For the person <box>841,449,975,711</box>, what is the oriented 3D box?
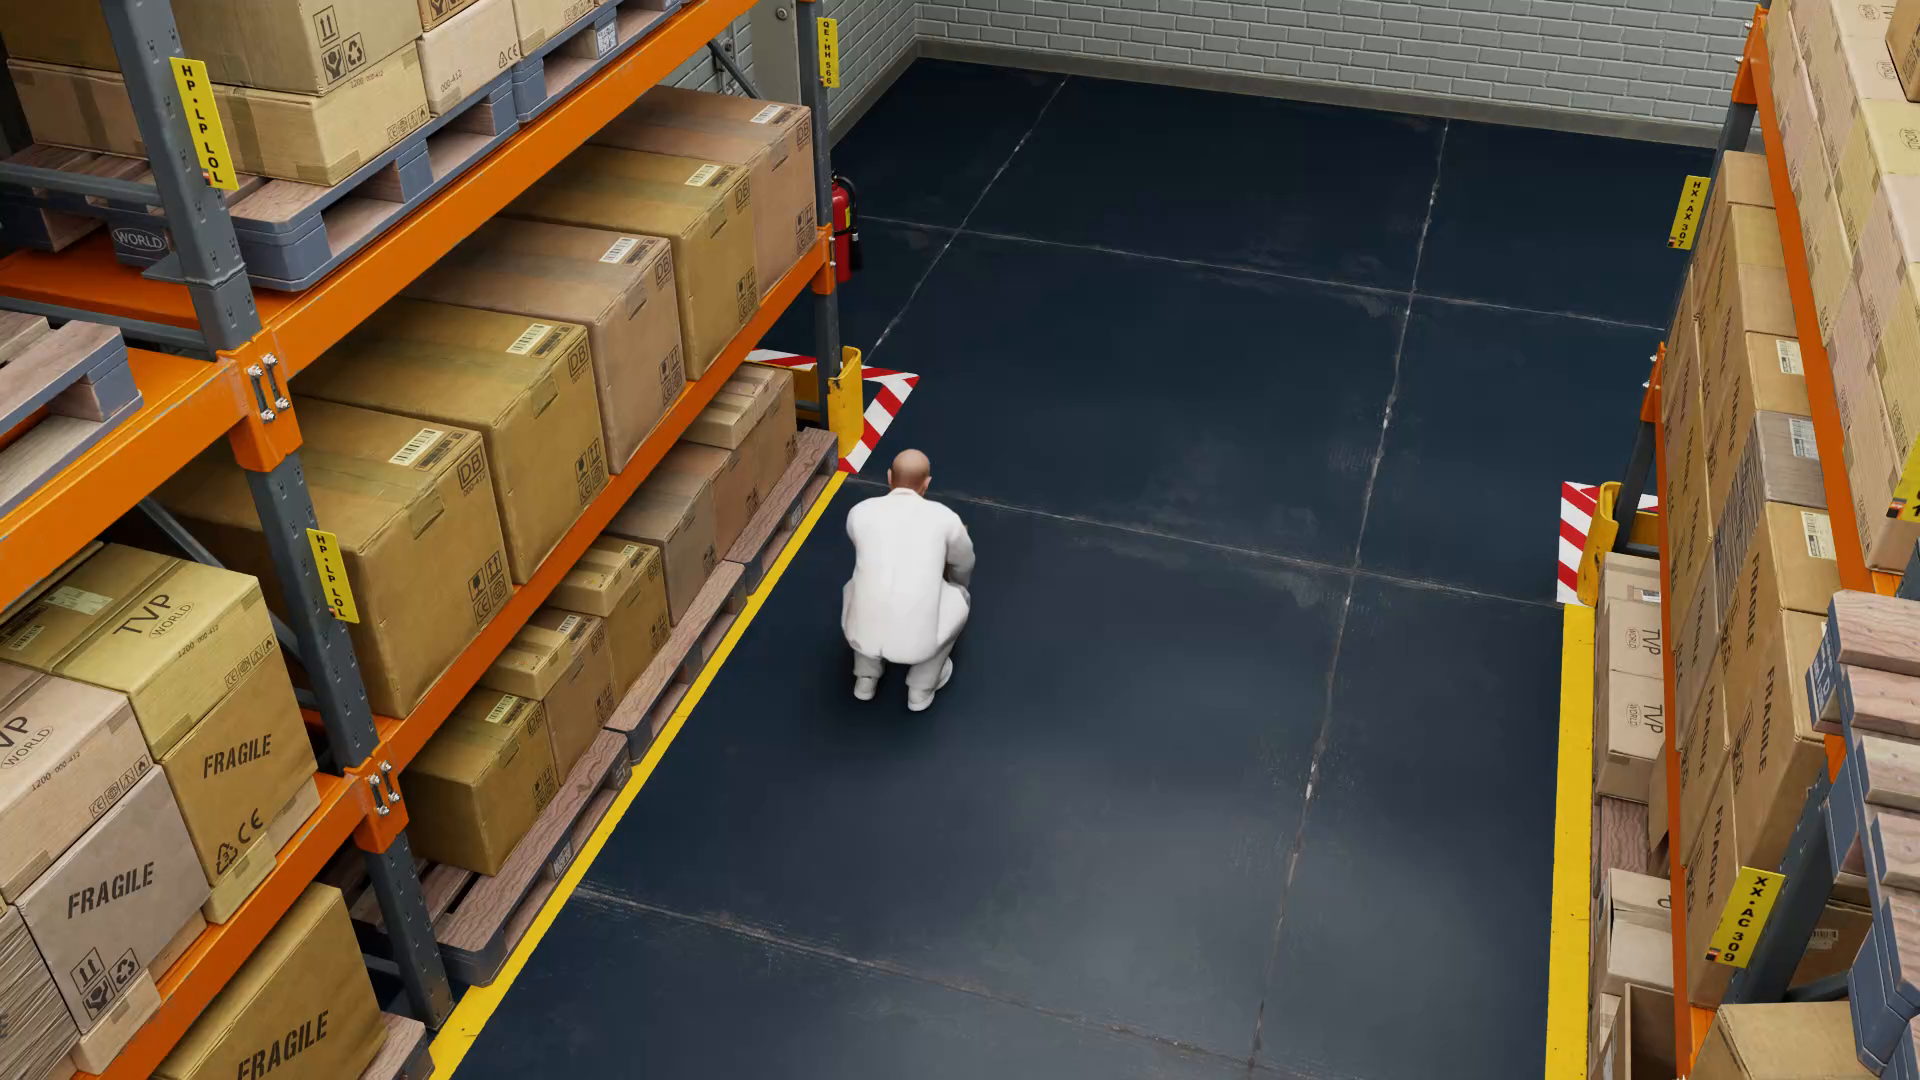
[{"bbox_3d":[-0.225,0.151,7.370,0.591,0.989,0.917,10,38,13],"label":"person"}]
